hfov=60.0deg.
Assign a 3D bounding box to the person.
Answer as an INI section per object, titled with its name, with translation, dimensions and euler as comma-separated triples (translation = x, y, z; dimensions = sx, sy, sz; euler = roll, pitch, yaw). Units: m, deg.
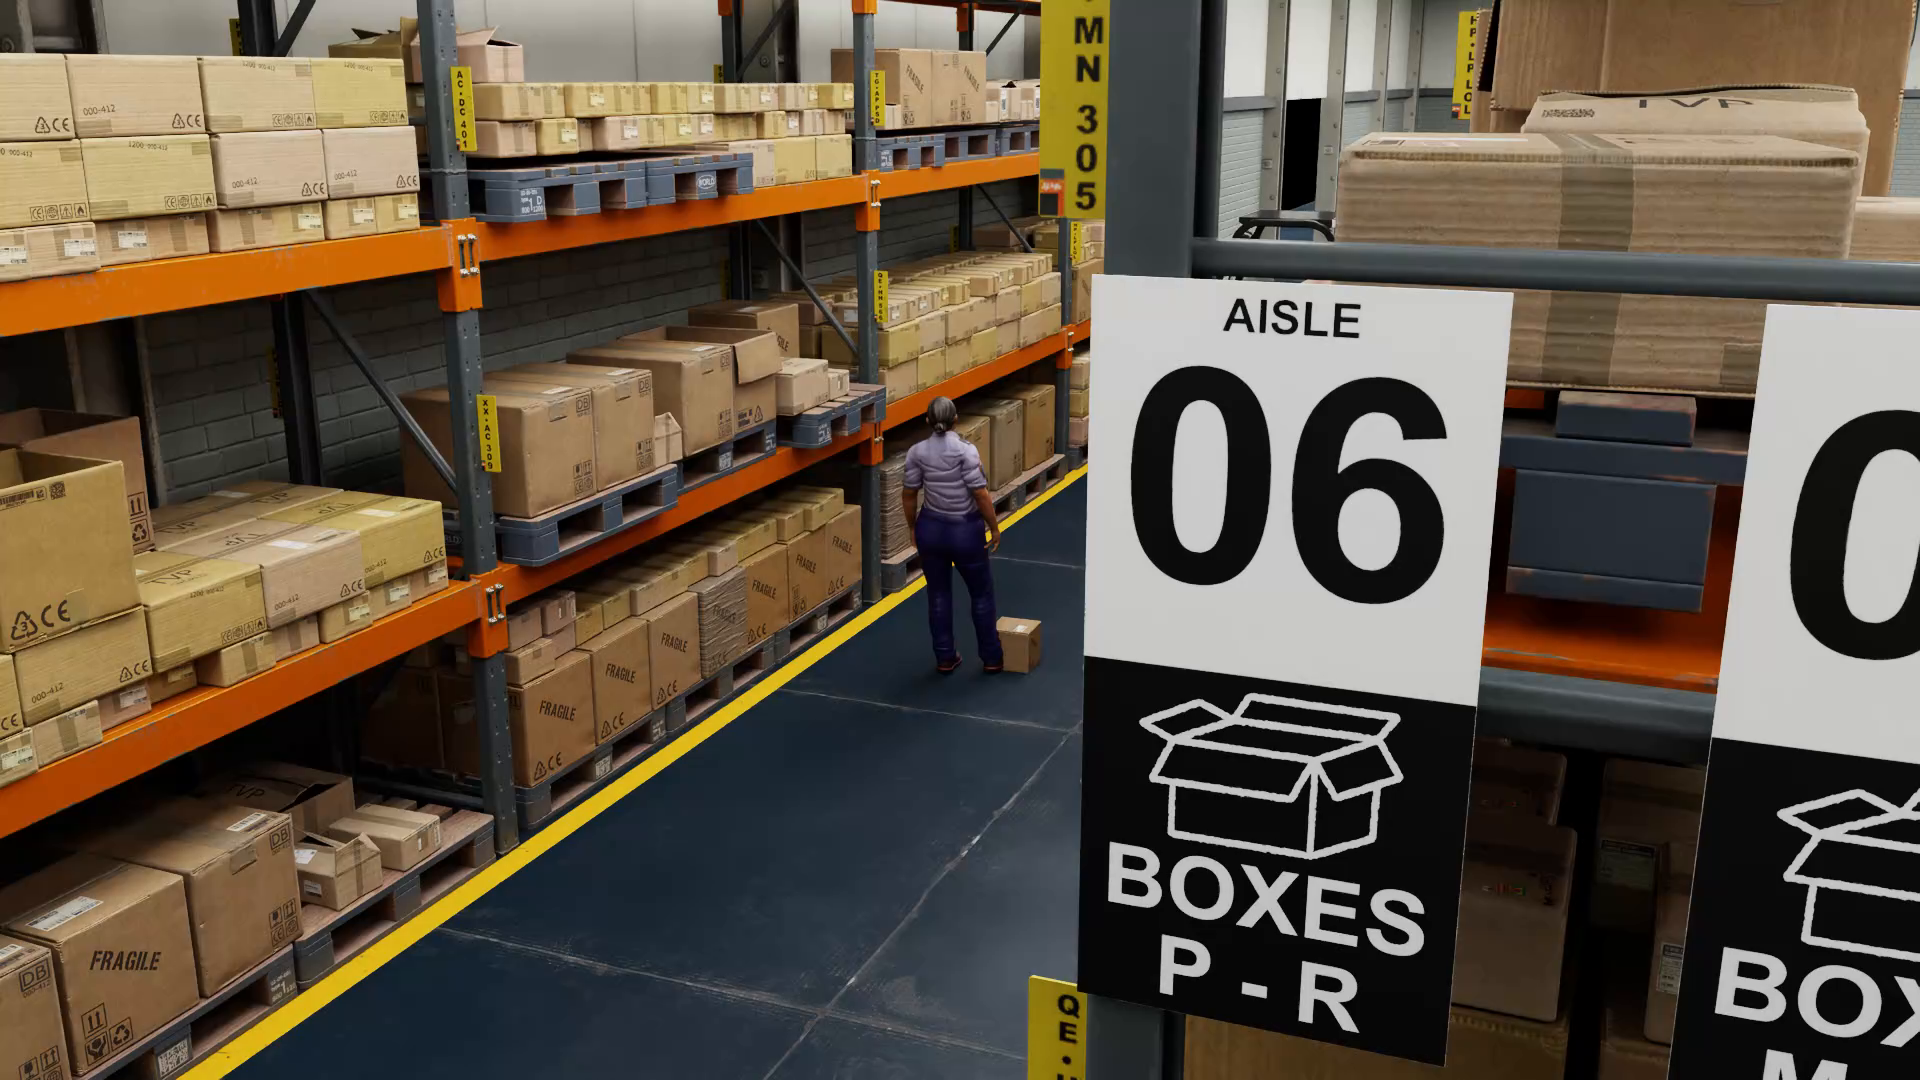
[person]
translation = -0.004, -0.040, 9.662
dimensions = 0.599, 1.650, 0.502
euler = 6, 17, 21
